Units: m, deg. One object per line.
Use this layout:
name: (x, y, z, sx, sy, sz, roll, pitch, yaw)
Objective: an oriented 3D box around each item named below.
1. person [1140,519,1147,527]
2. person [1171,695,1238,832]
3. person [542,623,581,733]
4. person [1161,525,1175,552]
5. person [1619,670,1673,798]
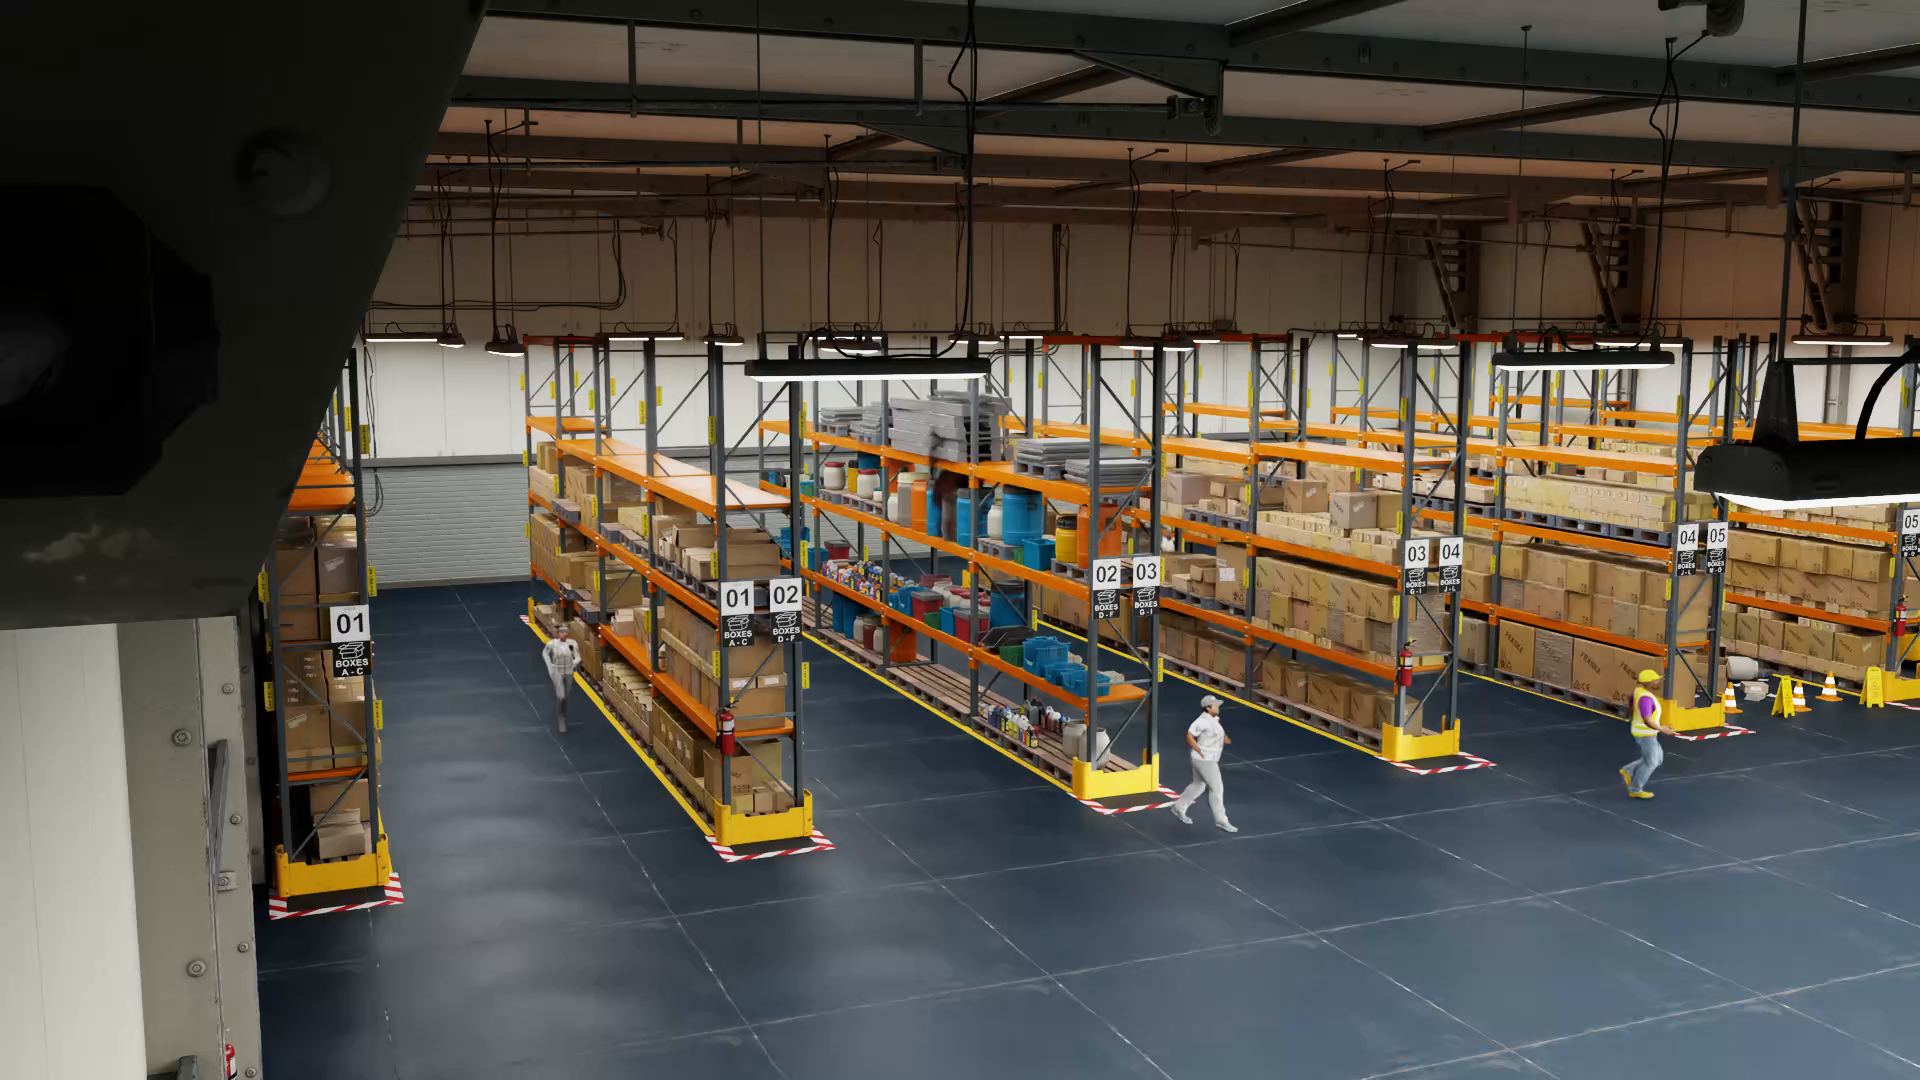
person: (4.180, 0.367, 38.496, 0.669, 1.737, 0.882, -2, 8, -16)
person: (3.065, 2.745, 20.671, 0.814, 1.681, 0.598, 2, 8, 12)
person: (-6.126, 2.105, 25.696, 0.524, 1.726, 0.797, -5, 9, -31)
person: (4.648, 0.524, 37.240, 0.665, 1.727, 0.654, -2, 8, -17)
person: (9.084, 2.558, 22.001, 0.606, 1.719, 0.749, 2, 8, 15)
